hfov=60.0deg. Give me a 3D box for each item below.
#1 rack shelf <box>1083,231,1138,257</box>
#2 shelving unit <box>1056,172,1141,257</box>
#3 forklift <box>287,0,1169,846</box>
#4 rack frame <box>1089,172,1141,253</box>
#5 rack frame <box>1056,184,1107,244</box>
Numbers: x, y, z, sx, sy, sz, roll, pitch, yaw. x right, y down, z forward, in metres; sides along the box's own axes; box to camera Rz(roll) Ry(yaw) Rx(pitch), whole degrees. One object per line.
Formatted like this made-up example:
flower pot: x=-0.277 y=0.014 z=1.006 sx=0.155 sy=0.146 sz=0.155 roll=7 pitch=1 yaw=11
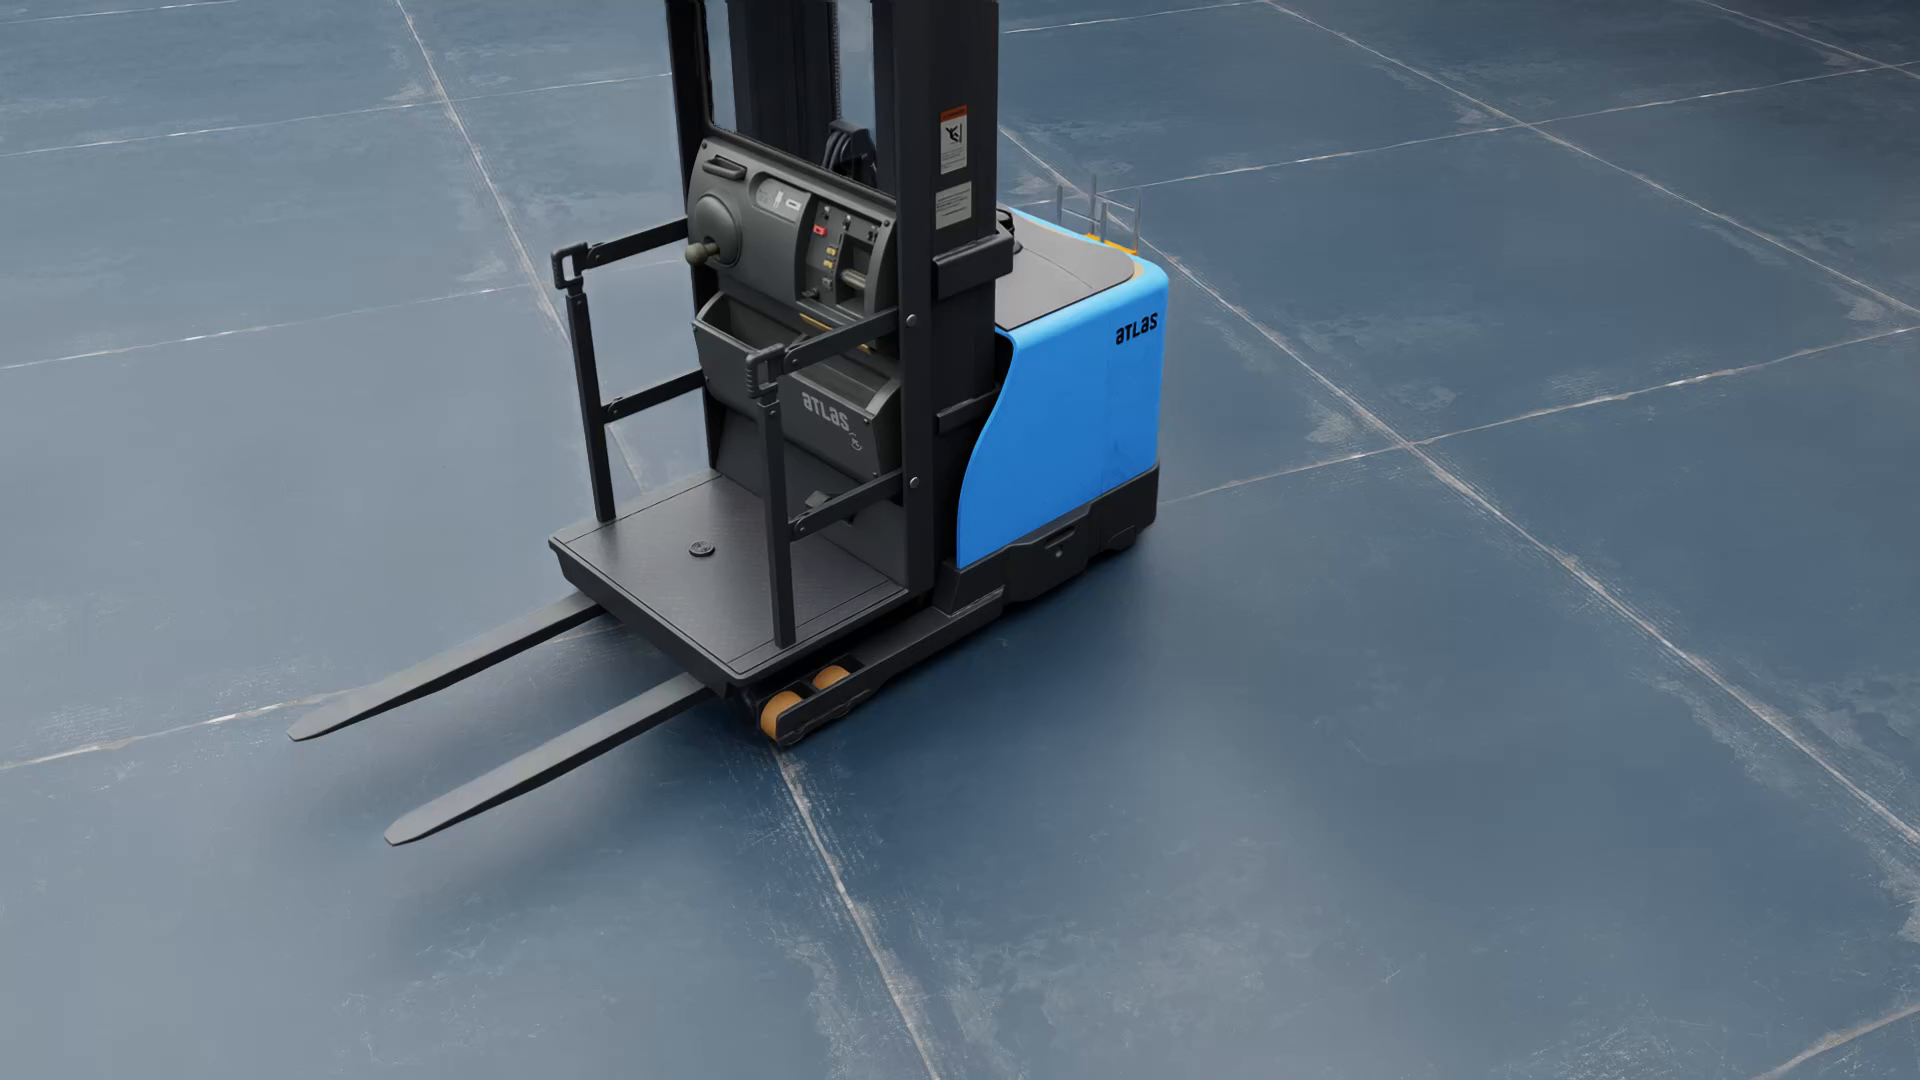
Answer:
rack shelf: x=0.503 y=-1.038 z=6.167 sx=0.180 sy=0.103 sz=0.258 roll=-27 pitch=42 yaw=-35
shelving unit: x=0.503 y=-0.774 z=6.339 sx=0.189 sy=1.200 sz=0.258 roll=-27 pitch=42 yaw=-35
forklift: x=-0.681 y=-0.903 z=4.950 sx=3.031 sy=2.935 sz=1.130 roll=-27 pitch=42 yaw=-35
rack frame: x=0.570 y=-0.808 z=6.392 sx=0.006 sy=1.200 sz=0.240 roll=-27 pitch=42 yaw=-35
rack frame: x=0.437 y=-0.740 z=6.287 sx=0.006 sy=1.200 sz=0.240 roll=-27 pitch=42 yaw=-35
